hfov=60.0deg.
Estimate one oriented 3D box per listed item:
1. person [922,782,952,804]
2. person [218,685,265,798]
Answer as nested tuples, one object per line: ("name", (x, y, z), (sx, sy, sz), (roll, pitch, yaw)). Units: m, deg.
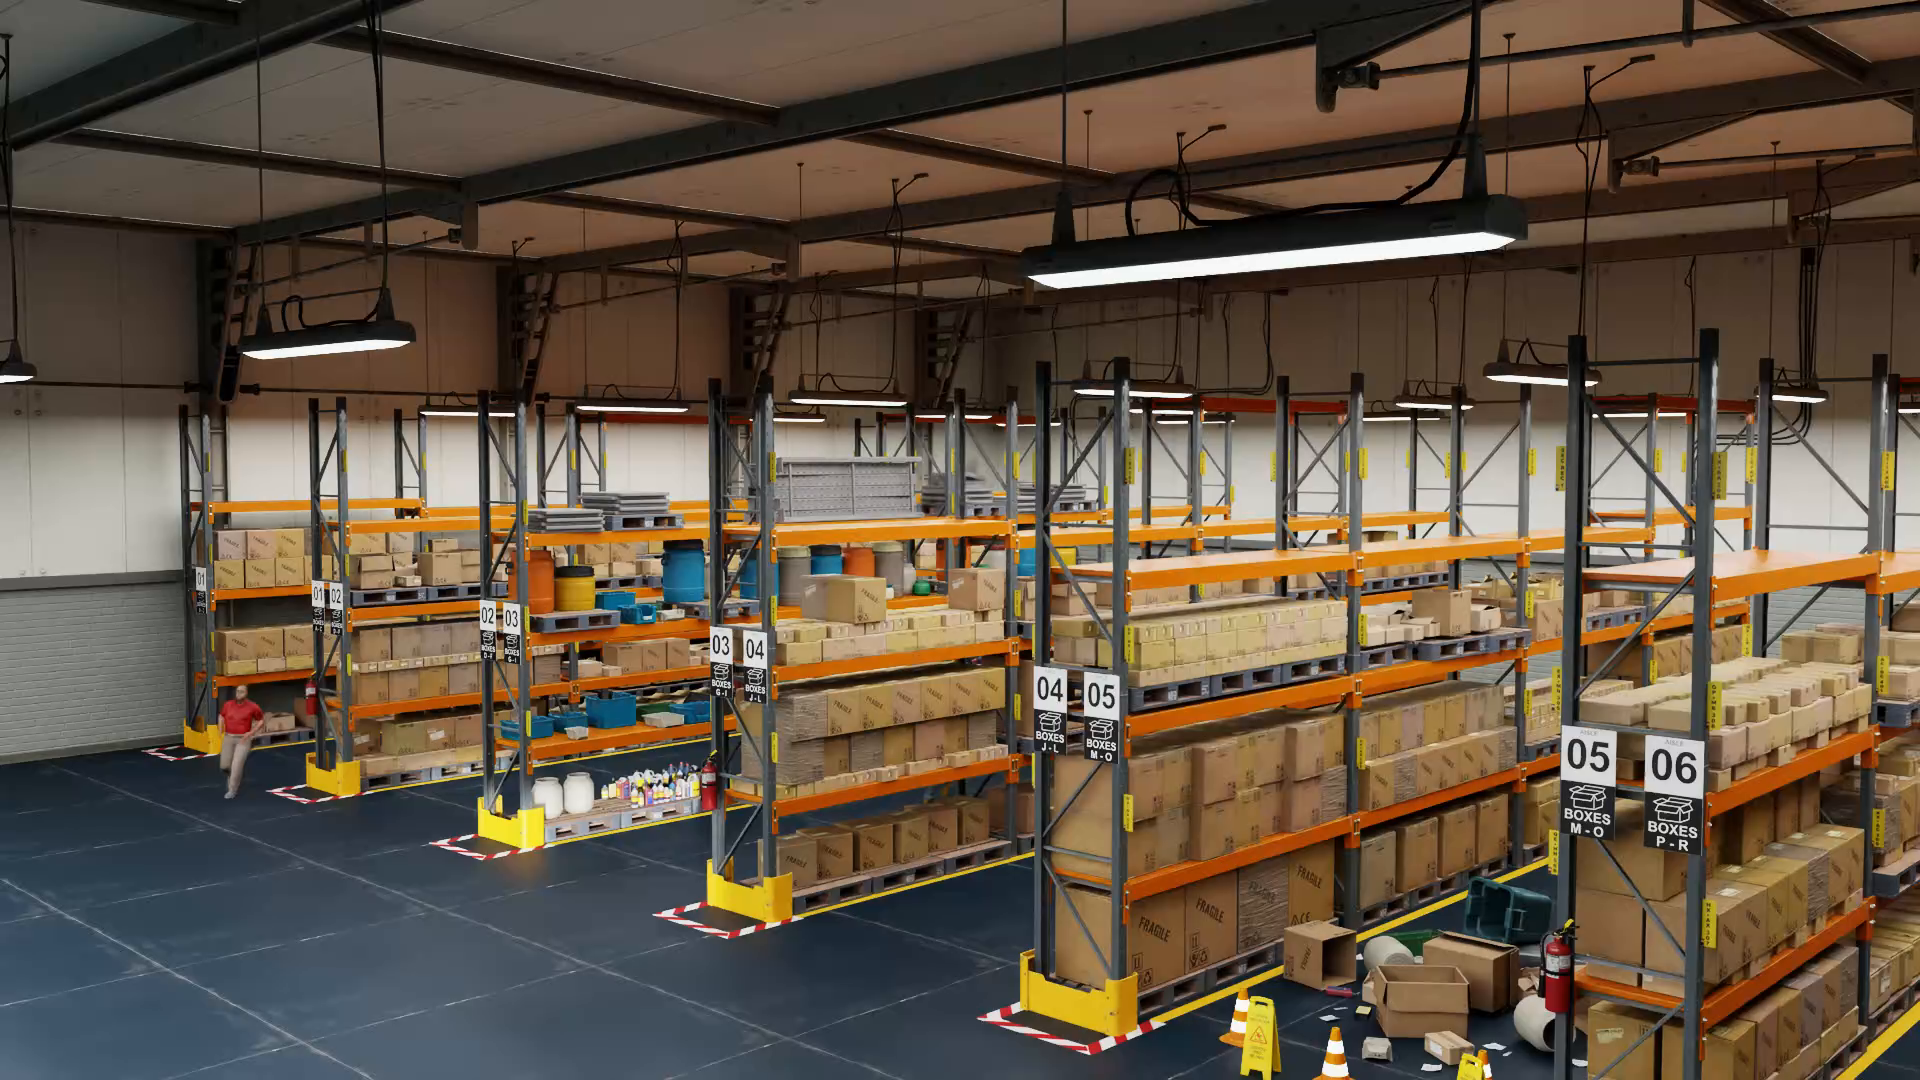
("person", (-0.380, 2.987, 24.294), (0.694, 1.788, 0.957), (2, 4, 34))
("person", (-10.847, 3.021, 25.118), (0.676, 1.679, 0.601), (0, 3, -5))
